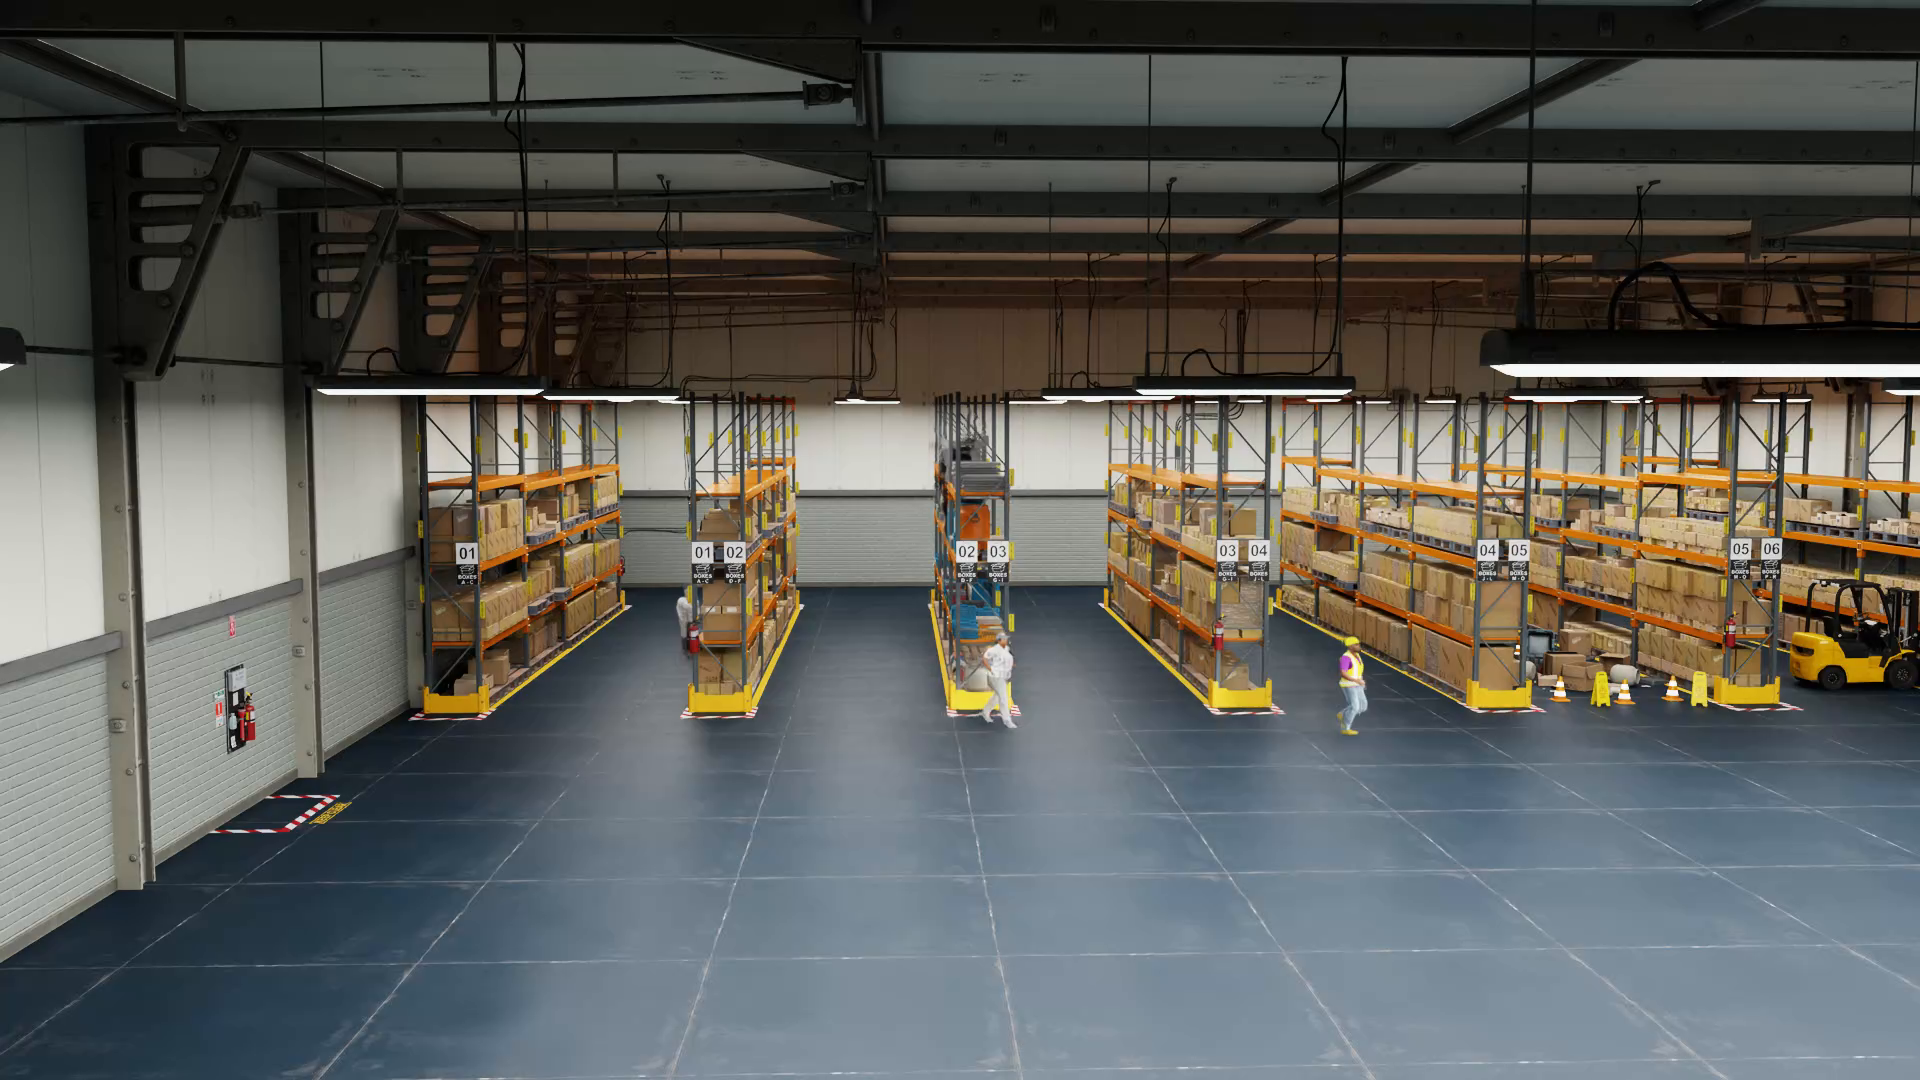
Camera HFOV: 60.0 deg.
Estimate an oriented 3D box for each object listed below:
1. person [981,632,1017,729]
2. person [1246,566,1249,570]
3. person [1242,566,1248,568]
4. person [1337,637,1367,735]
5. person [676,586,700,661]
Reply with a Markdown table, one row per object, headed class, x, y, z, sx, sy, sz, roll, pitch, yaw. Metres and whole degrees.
| class | x | y | z | sx | sy | sz | roll | pitch | yaw |
| --- | --- | --- | --- | --- | --- | --- | --- | --- | --- |
| person | 0.721 | 2.482 | 29.803 | 0.843 | 1.681 | 0.598 | 3 | 5 | 32 |
| person | 7.963 | 1.259 | 44.902 | 0.665 | 1.733 | 0.654 | 0 | 5 | 3 |
| person | 7.959 | 1.166 | 46.245 | 0.669 | 1.734 | 0.875 | 0 | 5 | 3 |
| person | 6.848 | 2.536 | 28.991 | 0.606 | 1.722 | 0.749 | 3 | 6 | 35 |
| person | -6.158 | 1.880 | 37.688 | 0.524 | 1.726 | 0.797 | -1 | 5 | -11 |
